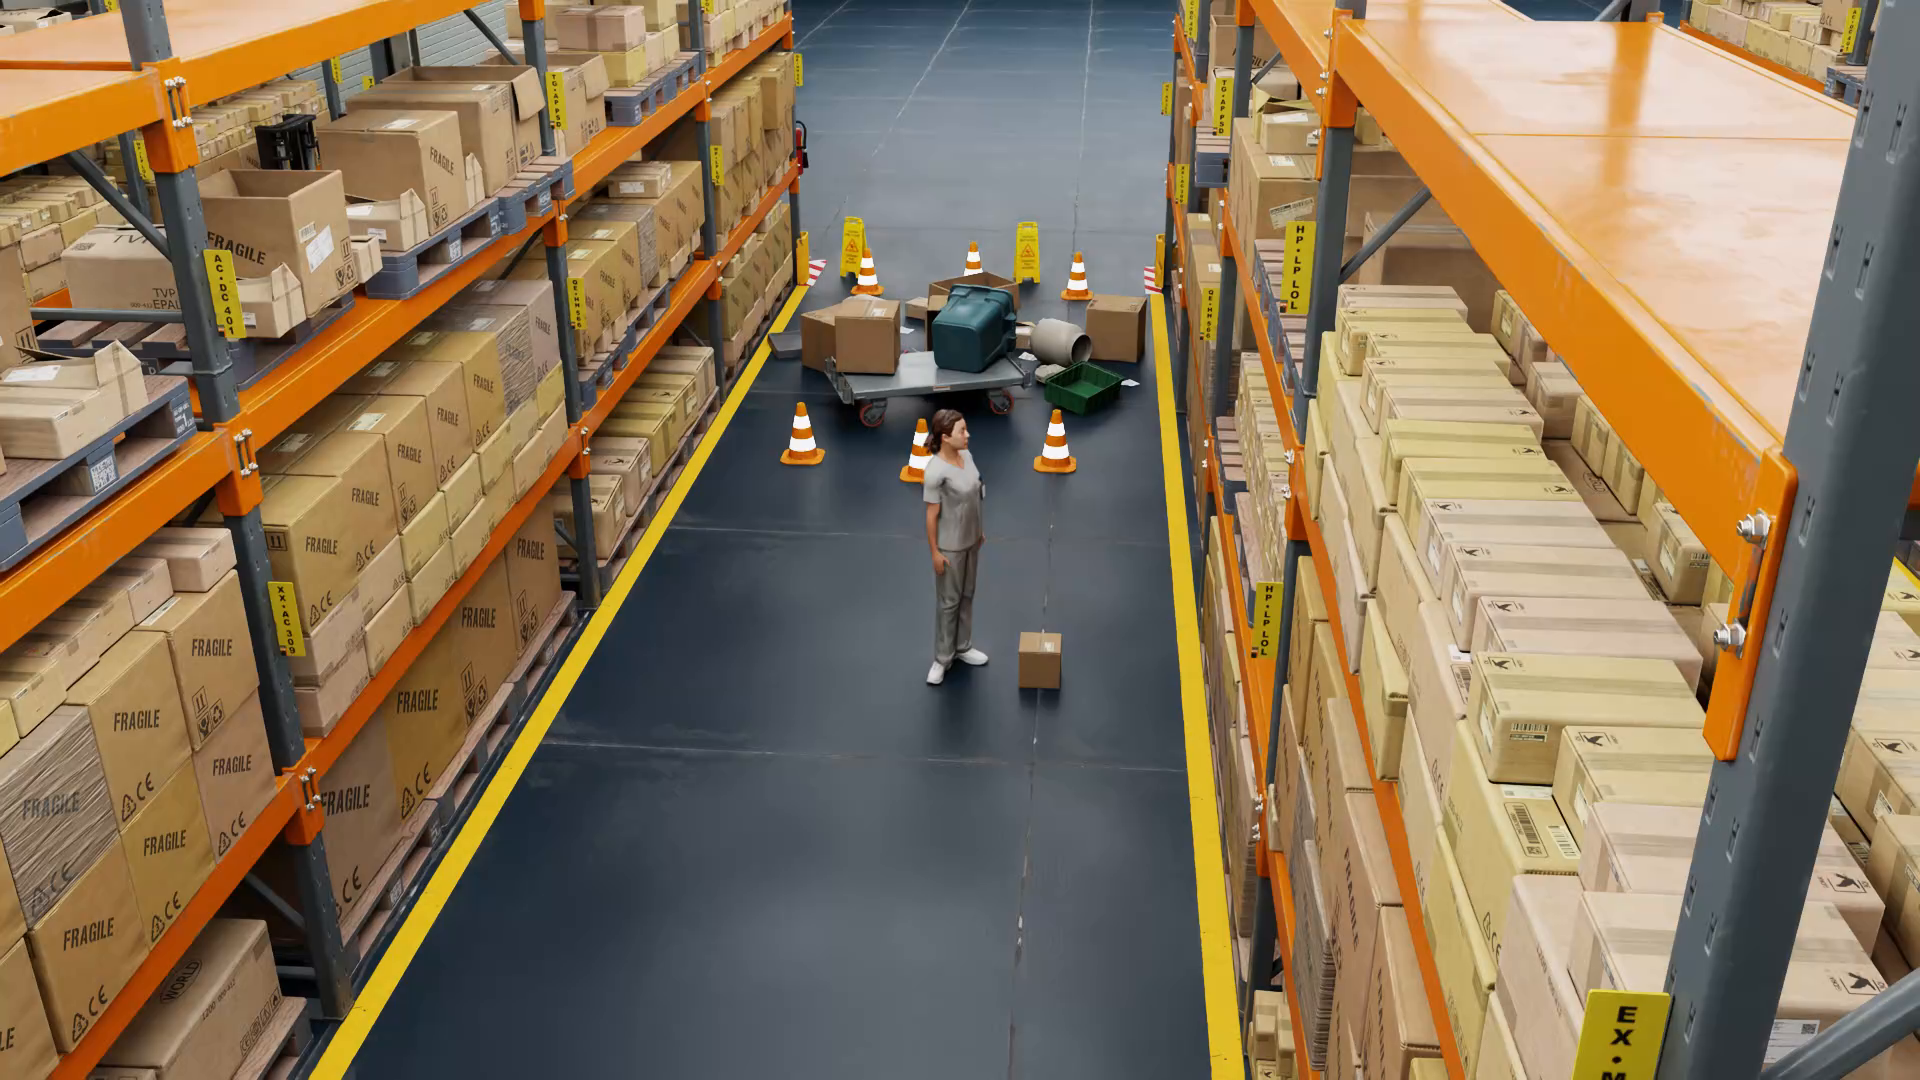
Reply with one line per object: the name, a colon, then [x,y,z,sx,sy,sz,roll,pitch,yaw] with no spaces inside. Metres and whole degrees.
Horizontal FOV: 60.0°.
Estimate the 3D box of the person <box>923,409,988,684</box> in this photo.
person: [-0.052,0.021,9.935,0.361,1.682,0.553,15,28,29]
